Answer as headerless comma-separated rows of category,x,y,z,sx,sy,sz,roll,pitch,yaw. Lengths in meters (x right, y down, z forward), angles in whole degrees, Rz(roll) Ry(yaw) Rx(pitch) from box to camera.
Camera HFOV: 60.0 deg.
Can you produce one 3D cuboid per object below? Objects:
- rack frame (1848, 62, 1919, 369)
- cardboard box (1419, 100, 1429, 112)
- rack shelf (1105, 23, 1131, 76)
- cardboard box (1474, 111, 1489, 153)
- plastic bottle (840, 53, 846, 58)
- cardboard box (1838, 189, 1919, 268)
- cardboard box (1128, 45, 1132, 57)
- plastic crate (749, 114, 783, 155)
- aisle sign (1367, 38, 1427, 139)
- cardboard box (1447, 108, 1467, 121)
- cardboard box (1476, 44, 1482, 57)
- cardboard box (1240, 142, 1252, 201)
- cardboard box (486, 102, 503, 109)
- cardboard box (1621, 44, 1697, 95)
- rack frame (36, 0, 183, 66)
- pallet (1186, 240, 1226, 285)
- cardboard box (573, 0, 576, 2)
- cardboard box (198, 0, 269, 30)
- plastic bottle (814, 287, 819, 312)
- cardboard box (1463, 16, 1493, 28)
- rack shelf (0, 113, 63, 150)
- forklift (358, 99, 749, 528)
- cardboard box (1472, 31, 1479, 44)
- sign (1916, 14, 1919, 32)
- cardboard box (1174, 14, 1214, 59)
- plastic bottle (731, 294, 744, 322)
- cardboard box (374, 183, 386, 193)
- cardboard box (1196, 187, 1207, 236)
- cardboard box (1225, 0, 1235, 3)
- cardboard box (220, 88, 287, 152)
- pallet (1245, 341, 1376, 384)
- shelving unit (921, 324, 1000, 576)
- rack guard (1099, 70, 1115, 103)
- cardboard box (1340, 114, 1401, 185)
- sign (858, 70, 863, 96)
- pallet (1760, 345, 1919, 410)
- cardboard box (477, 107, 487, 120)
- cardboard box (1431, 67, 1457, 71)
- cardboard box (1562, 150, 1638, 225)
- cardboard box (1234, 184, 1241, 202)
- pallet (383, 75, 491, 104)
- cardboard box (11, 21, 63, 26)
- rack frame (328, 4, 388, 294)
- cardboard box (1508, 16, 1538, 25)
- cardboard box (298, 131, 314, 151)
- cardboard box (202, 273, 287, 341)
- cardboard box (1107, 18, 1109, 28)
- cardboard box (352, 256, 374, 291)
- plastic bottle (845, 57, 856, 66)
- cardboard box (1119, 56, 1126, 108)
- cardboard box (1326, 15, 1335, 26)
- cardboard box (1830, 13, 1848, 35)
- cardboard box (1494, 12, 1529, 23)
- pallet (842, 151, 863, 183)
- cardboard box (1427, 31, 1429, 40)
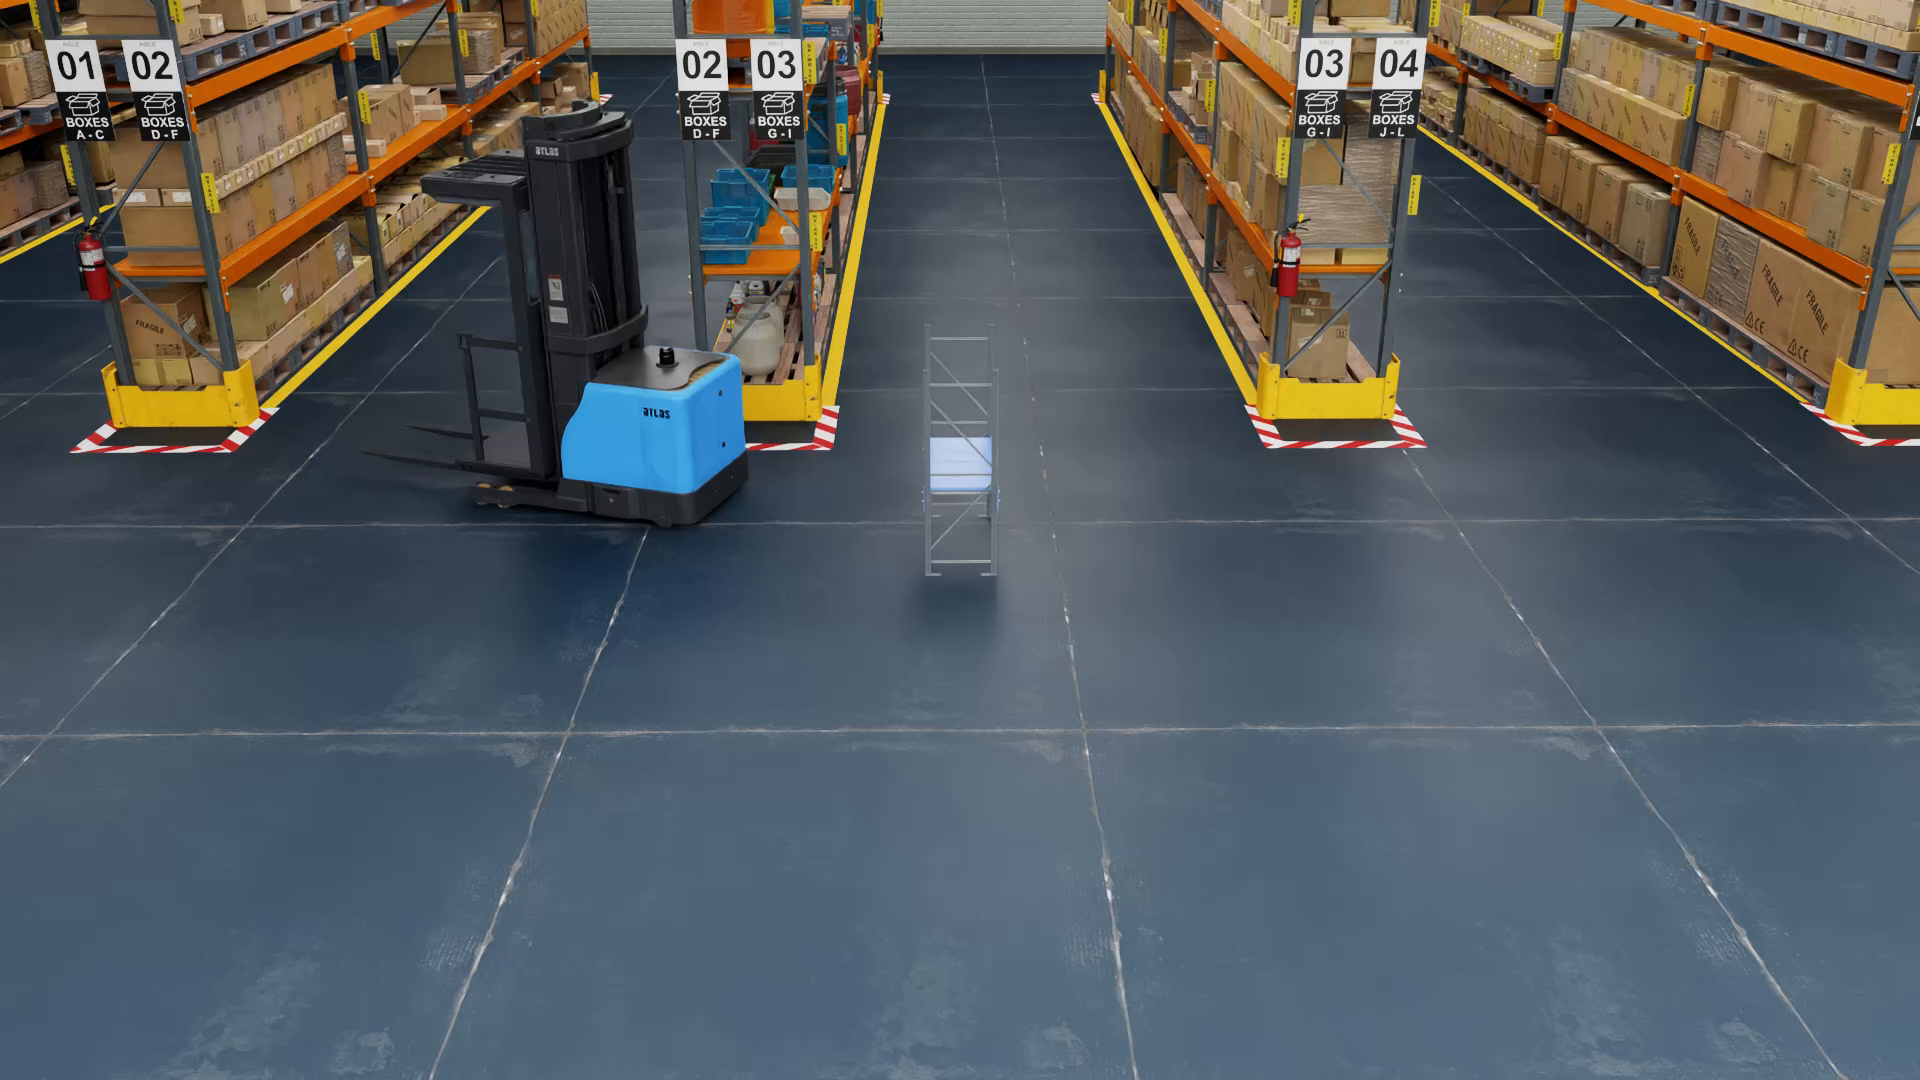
rack frame,8.164,-2.438,13.884,1.000,3.000,0.127,0,24,-1
cardboard box,7.705,-7.069,27.072,0.380,0.149,0.250,0,24,-1
rack shelf,3.050,-7.898,26.830,1.077,0.370,4.000,0,24,-1
cardboard box,7.783,-5.911,24.087,0.500,0.500,0.500,1,24,2
plastic bottle,-1.668,-6.794,23.670,0.097,0.271,0.097,0,24,0
cardboard box,8.114,-2.659,14.190,0.875,0.550,0.550,0,24,-1
cardboard box,2.741,-7.412,25.186,0.380,0.149,0.250,0,24,0
plastic crate,-2.105,-4.310,17.946,0.402,0.464,0.583,0,24,-1
aisle sign,3.504,-3.617,13.337,0.394,0.787,0.004,0,24,-1
cardboard box,7.711,-6.539,25.540,0.380,0.149,0.250,0,24,0
cardboard box,7.587,-6.974,23.709,0.380,0.149,0.250,0,24,0
cardboard box,3.143,-3.483,15.712,0.875,0.500,0.500,0,24,-1
cardboard box,-7.072,-6.220,24.746,0.500,0.500,0.500,-1,24,-3
cardboard box,8.092,-5.420,19.143,0.700,0.500,0.500,0,24,-1
rack frame,-6.703,-5.148,12.595,1.000,3.000,0.127,0,24,-1
pallet,3.149,-3.156,18.855,1.003,0.211,1.213,0,24,-1
cardboard box,-6.591,-9.118,27.319,0.500,0.500,0.500,0,24,1
cardboard box,-6.448,-4.767,14.593,0.500,0.500,0.500,0,24,-1
plastic bottle,-1.465,-2.407,16.592,0.097,0.271,0.097,0,24,0
cardboard box,7.577,-7.566,24.296,0.380,0.149,0.250,1,24,2
rack shelf,-11.722,-4.535,19.393,1.077,0.370,4.000,0,24,-1
forklift,-3.226,-1.774,12.498,3.031,2.935,1.130,8,25,17
cardboard box,7.585,-7.217,23.886,0.380,0.149,0.250,0,24,1
sign,7.621,-4.175,13.106,0.100,0.325,0.005,0,24,-1
cardboard box,3.124,-6.558,21.654,0.797,0.503,0.637,1,24,1
plastic bottle,-2.184,-2.253,16.246,0.152,0.276,0.135,0,24,0
cardboard box,-7.054,-4.049,19.593,0.500,0.311,0.500,-1,24,-1
cardboard box,3.181,-3.847,19.499,0.700,0.500,0.500,-2,24,-5
cardboard box,2.855,-5.450,16.602,0.380,0.149,0.250,-1,24,-2
cardboard box,-6.719,-3.896,15.412,0.700,0.500,0.500,0,24,-1
pallet,3.229,-1.553,15.311,1.003,0.211,1.213,0,24,-1
shelving unit,0.001,-0.648,11.747,0.538,1.500,1.048,0,24,-1
rack guard,3.028,-7.921,29.041,1.175,0.500,0.348,0,24,-1
cardboard box,3.469,-3.322,14.142,0.500,0.500,0.500,0,24,-1
sign,-1.287,-5.811,21.144,0.100,0.325,0.005,0,24,-1
pallet,8.077,-1.496,15.186,1.003,0.211,1.213,0,24,-1
cardboard box,-7.061,-6.150,23.680,0.500,0.250,0.500,0,24,0
cardboard box,8.248,-7.977,28.359,0.380,0.149,0.250,0,24,0
cardboard box,8.006,-4.289,20.197,1.050,0.750,0.750,0,24,0
cardboard box,2.899,-3.386,16.285,0.380,0.149,0.250,0,24,-1
pallet,-6.868,-5.902,21.776,1.213,0.211,1.003,0,24,-1
cardboard box,-12.010,-6.618,21.709,0.500,0.250,0.500,-1,24,-2
rack frame,-6.746,-4.062,17.476,1.000,3.000,0.127,0,24,-1
cardboard box,8.232,-7.566,24.295,0.380,0.149,0.250,1,24,2
cardboard box,-6.520,-3.873,16.149,0.380,0.149,0.250,0,24,-1
cardboard box,-6.494,-2.122,15.103,0.500,0.500,0.500,0,24,-1
cardboard box,2.702,-8.788,28.229,0.380,0.149,0.250,0,24,0
cardboard box,-6.523,-2.811,17.535,0.500,0.250,0.500,0,24,-1
plastic bottle,-1.540,-6.653,23.354,0.152,0.276,0.135,0,24,-1
cardboard box,3.125,-7.635,27.444,0.875,0.875,0.875,0,24,-1
cardboard box,3.451,-4.588,14.695,0.380,0.149,0.250,-1,24,-3
cardboard box,7.810,-4.482,14.437,0.380,0.149,0.250,-1,24,-1
cardboard box,8.279,-7.769,25.188,0.500,0.500,0.500,-1,24,-2
pallet,-1.898,-5.287,23.567,1.003,0.211,1.213,0,24,-1
cardboard box,7.733,-8.139,26.794,0.380,0.149,0.250,1,24,1
